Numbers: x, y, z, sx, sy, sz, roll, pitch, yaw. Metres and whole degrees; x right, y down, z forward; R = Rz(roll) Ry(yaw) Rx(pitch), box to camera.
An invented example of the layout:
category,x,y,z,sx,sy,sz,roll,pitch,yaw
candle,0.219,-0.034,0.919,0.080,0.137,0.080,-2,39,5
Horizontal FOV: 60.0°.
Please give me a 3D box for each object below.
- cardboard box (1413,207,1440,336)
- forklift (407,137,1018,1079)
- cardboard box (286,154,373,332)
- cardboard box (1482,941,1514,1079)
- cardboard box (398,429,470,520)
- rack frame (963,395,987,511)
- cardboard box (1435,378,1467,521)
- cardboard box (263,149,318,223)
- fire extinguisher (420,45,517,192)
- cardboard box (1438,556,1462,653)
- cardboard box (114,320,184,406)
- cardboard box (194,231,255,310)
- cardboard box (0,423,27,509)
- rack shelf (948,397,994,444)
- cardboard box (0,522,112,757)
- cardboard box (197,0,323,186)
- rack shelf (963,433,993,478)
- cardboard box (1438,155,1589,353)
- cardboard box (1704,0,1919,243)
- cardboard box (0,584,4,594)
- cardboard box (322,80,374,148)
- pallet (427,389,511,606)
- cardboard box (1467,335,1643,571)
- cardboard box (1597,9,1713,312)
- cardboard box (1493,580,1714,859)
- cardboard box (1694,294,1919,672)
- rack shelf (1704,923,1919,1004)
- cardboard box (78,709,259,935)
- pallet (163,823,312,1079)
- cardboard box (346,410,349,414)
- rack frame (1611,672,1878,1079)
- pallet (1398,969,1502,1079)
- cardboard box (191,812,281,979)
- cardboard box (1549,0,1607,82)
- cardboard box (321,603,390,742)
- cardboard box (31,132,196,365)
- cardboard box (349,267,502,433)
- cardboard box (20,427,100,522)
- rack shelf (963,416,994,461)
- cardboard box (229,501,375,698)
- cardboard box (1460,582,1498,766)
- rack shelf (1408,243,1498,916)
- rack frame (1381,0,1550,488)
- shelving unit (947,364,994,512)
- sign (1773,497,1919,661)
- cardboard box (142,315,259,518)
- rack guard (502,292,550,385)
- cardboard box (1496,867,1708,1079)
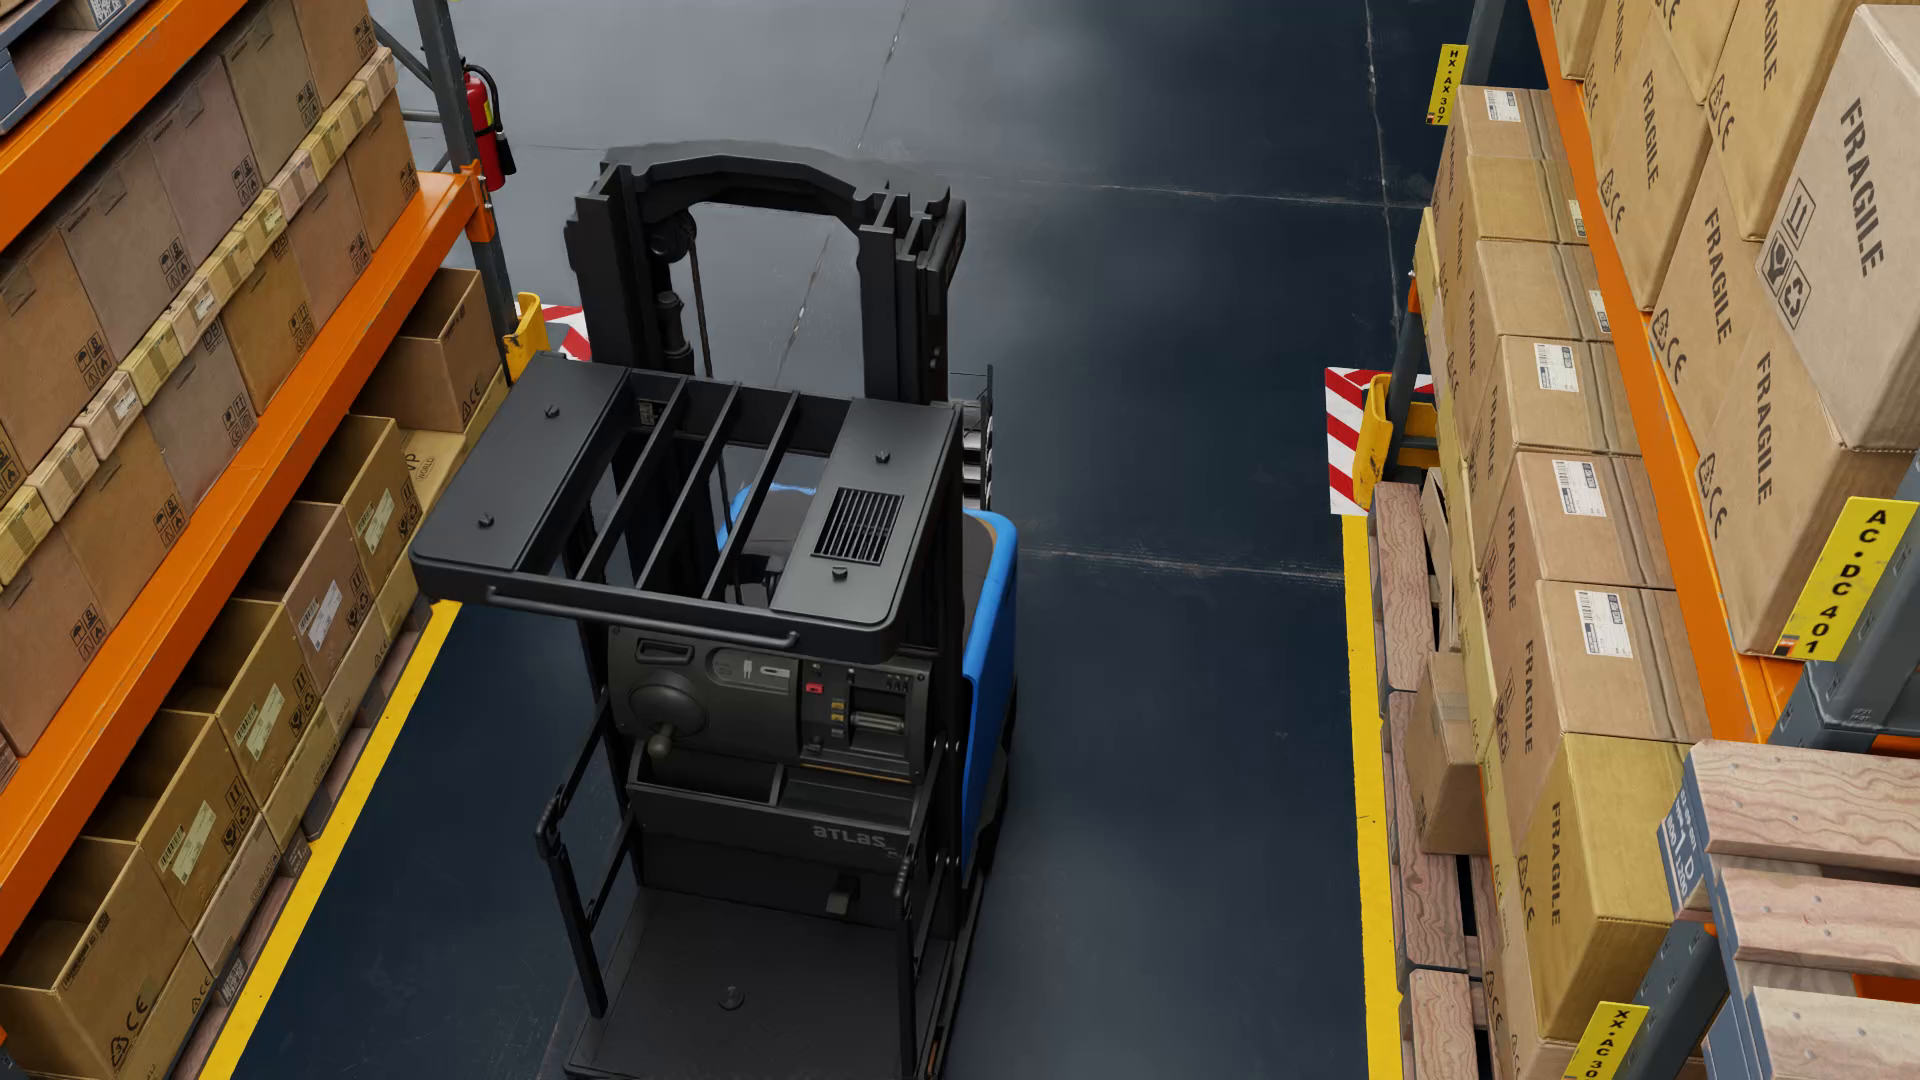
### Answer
category,x,y,z,sx,sy,sz,roll,pitch,yaw
cardboard box,1.989,-0.991,6.210,0.500,0.250,0.500,4,44,4
forklift,-0.584,0.552,4.535,1.130,2.935,3.031,8,44,8
cardboard box,-2.682,-1.151,6.211,0.700,0.500,0.500,6,44,7
cardboard box,1.937,1.421,5.066,0.500,0.500,0.500,2,43,2
cardboard box,-2.375,-0.210,6.984,0.500,0.250,0.500,5,44,6
rack frame,-0.015,-0.252,6.862,0.240,0.900,0.006,5,44,6
cardboard box,1.861,-0.290,5.469,0.500,0.250,0.500,5,44,5
cardboard box,-2.507,-1.260,5.855,0.380,0.149,0.250,6,44,6
fire extinguisher,-2.067,-1.800,7.026,0.296,0.674,0.183,5,44,6
cardboard box,2.112,0.326,6.359,0.500,0.311,0.500,9,44,9
cardboard box,-2.643,-0.557,5.112,0.380,0.149,0.250,5,44,5
cardboard box,-2.574,-0.902,5.476,0.380,0.149,0.250,6,44,7
cardboard box,-2.954,-0.219,4.283,0.700,0.500,0.500,5,44,5
rack shelf,-0.001,-0.493,6.772,0.258,0.077,0.200,5,44,6
cardboard box,-2.956,0.237,4.746,0.700,0.500,0.500,5,44,5
cardboard box,-2.688,-1.585,5.726,0.700,0.500,0.500,4,44,4
rack shelf,-0.001,-0.362,6.896,0.258,0.077,0.200,5,44,6
cardboard box,1.932,-0.933,5.603,0.500,0.500,0.500,5,44,6
cardboard box,1.699,-0.855,2.975,0.500,0.500,0.500,7,44,8
cardboard box,-2.778,0.151,4.364,0.380,0.149,0.250,4,44,4
cardboard box,-2.438,-1.606,6.220,0.380,0.149,0.250,6,44,7
pallet,-2.602,-0.253,7.363,1.003,0.211,1.213,5,44,6
cardboard box,1.801,-0.229,4.859,0.500,0.500,0.500,6,44,7
cardboard box,1.776,-0.840,3.687,0.500,0.500,0.500,4,44,4
cardboard box,1.656,0.468,4.124,0.500,0.500,0.500,5,44,5
cardboard box,1.661,-0.117,2.923,0.500,0.500,0.500,6,44,7
rack shelf,1.575,1.919,1.383,1.077,0.370,4.000,5,44,6
cardboard box,-2.642,0.881,5.287,0.500,0.500,0.500,5,44,6
pallet,-2.925,1.410,5.607,1.003,0.211,1.213,5,44,6
cardboard box,-2.834,-0.599,7.395,0.500,0.250,0.500,5,44,6
rack frame,1.839,1.384,3.607,1.000,3.000,0.127,5,44,6
pallet,1.893,1.935,5.052,1.003,0.211,1.213,5,44,6
cardboard box,-2.638,1.153,5.545,0.500,0.250,0.500,5,44,6
cardboard box,1.905,-1.553,4.439,0.500,0.500,0.500,7,44,7
cardboard box,-2.507,0.472,6.265,0.500,0.250,0.500,5,44,6
cardboard box,-2.820,-0.900,5.003,0.700,0.500,0.500,5,44,6
cardboard box,-2.319,-0.824,7.087,0.500,0.500,0.500,5,44,6
cardboard box,-2.710,-0.198,4.733,0.380,0.149,0.250,4,44,4
rack shelf,-0.001,-0.428,6.834,0.258,0.077,0.200,5,44,6
cardboard box,-2.504,0.200,6.007,0.500,0.500,0.500,5,44,6
cardboard box,1.727,0.398,4.743,0.500,0.250,0.500,5,44,5
rack shelf,2.104,0.282,5.294,1.077,0.370,4.000,5,44,6
rack frame,2.368,-1.342,6.486,1.000,3.000,0.127,5,44,6
shelving unit,-0.001,-0.321,6.935,0.258,0.900,0.210,5,44,6
sign,1.300,0.063,2.444,0.100,0.325,0.005,5,44,6
cardboard box,-2.819,-0.454,5.475,0.700,0.500,0.500,6,44,7
rack guard,-2.539,-0.899,7.836,1.175,0.500,0.348,5,44,6
cardboard box,1.601,1.081,4.022,0.500,0.250,0.500,5,44,6
